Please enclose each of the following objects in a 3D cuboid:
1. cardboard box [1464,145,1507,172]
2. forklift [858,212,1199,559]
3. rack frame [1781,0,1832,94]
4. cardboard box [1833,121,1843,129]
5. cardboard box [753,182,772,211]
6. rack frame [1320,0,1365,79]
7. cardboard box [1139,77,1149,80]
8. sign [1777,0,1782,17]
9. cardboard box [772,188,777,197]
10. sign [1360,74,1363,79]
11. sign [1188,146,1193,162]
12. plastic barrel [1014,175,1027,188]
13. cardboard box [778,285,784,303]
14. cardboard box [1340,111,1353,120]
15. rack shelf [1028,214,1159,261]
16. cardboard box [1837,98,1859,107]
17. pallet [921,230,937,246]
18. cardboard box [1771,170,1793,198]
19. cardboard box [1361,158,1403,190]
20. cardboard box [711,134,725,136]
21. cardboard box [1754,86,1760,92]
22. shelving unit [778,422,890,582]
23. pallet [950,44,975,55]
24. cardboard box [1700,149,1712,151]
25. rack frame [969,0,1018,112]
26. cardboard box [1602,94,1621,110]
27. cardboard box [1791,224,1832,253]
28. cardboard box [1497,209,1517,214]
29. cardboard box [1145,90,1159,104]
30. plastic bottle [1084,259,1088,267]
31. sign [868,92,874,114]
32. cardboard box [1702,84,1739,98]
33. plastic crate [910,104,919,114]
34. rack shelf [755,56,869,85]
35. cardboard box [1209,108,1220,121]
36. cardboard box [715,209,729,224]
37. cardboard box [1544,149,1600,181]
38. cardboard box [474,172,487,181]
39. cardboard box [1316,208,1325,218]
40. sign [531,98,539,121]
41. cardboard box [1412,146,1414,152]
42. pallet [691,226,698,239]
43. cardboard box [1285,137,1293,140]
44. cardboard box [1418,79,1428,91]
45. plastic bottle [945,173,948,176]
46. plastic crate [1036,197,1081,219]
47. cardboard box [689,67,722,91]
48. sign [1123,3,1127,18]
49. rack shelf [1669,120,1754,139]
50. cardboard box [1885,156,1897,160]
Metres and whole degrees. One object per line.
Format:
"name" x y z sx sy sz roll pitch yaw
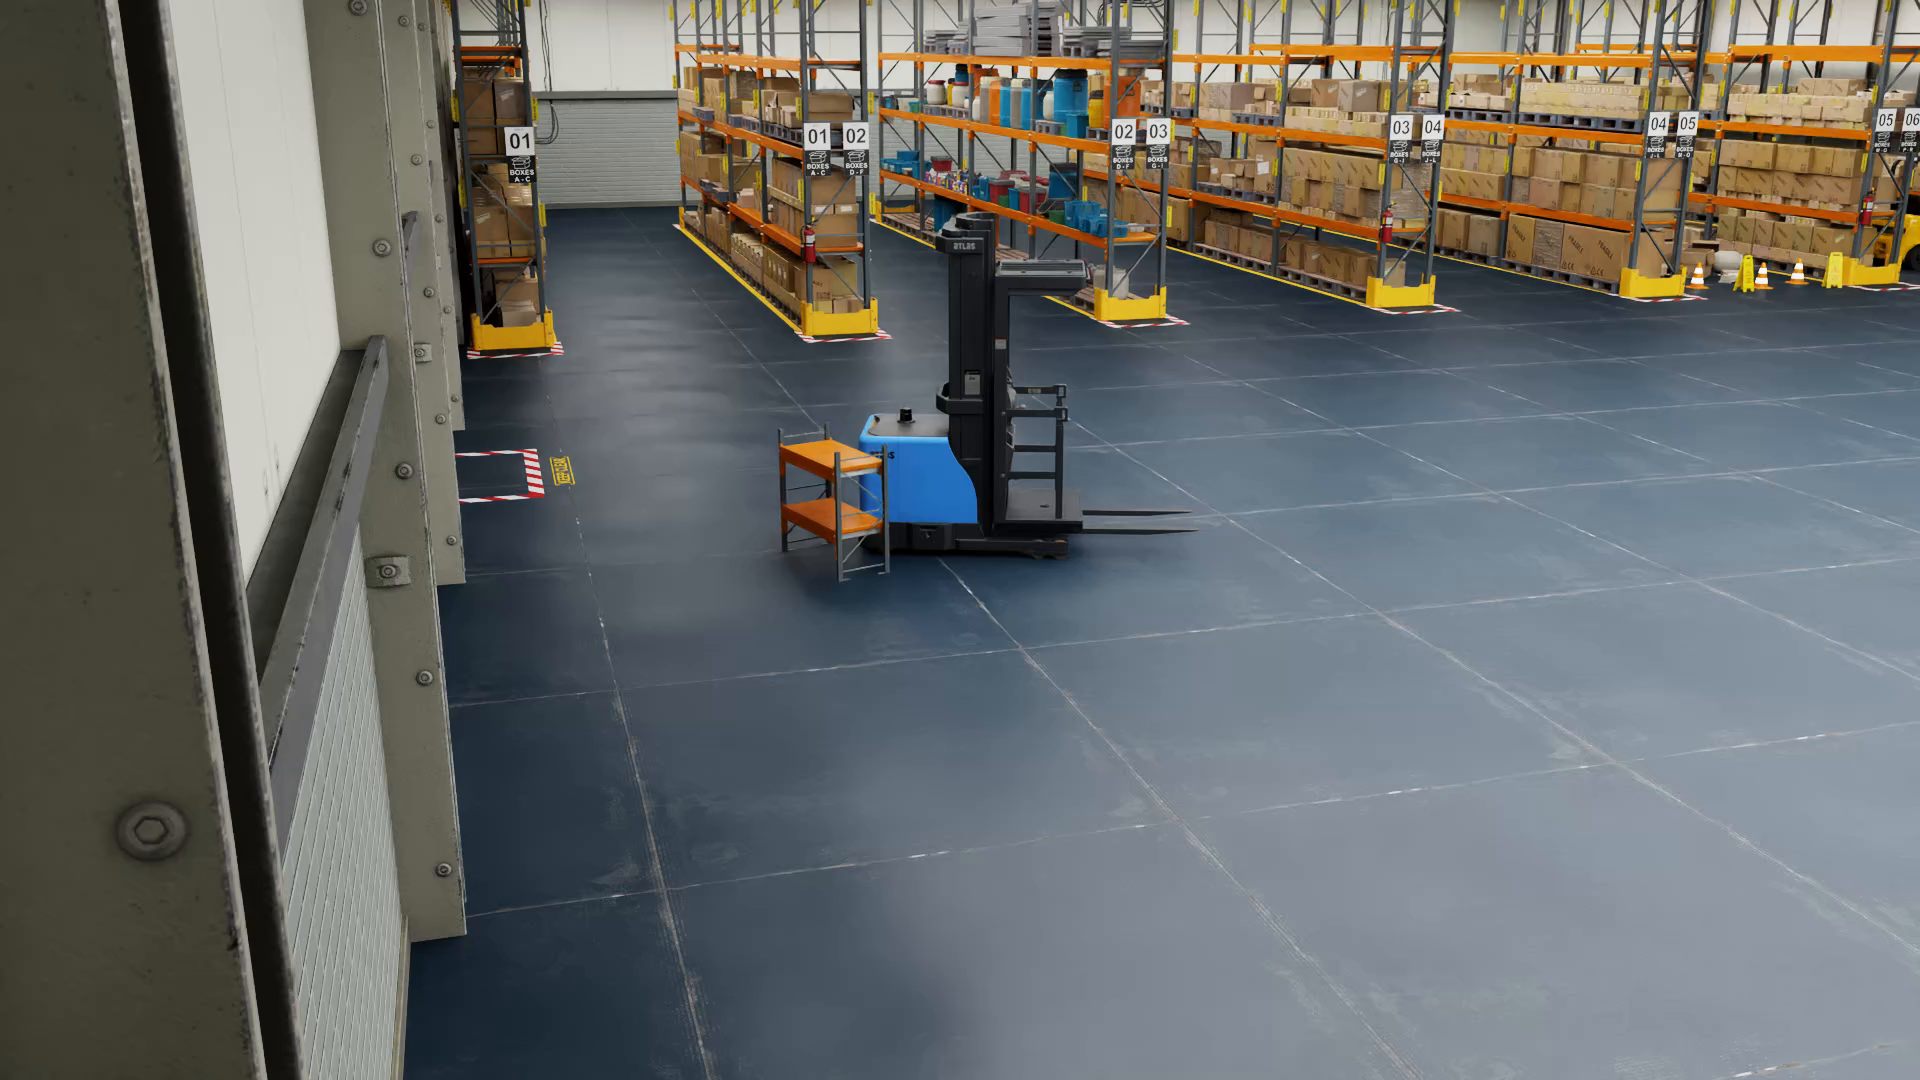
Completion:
"cardboard box" 10.906 -7.902 34.430 0.700 0.500 0.500 -5 17 -15
"forklift" 0.629 -1.395 14.799 3.031 2.935 1.130 1 17 3
"rack frame" 19.734 -11.749 38.720 1.000 3.000 0.127 -5 17 -15
"cardboard box" 16.654 -7.804 31.240 0.380 0.149 0.250 -4 17 -14
"cardboard box" -3.615 -6.501 31.505 0.500 0.500 0.500 -6 18 -18
"rack frame" 9.131 -12.042 39.697 1.000 3.000 0.127 -5 17 -15
"cardboard box" 4.062 -10.750 39.532 0.700 0.500 0.500 -6 18 -19
"sign" 16.588 -10.772 33.706 0.100 0.325 0.005 -5 17 -15
"cardboard box" -3.036 -6.009 28.740 0.380 0.149 0.250 -4 17 -14
"sign" 9.664 -11.087 40.147 0.100 0.325 0.005 -5 17 -15
"sign" 4.901 -8.208 35.349 0.100 0.325 0.005 -5 17 -15
"plastic barrel" 1.276 -6.976 33.066 0.421 0.512 0.421 0 17 0
"cardboard box" -2.749 -4.127 27.823 0.500 0.250 0.500 -5 17 -15
"cardboard box" 6.906 -7.454 29.204 0.380 0.149 0.250 -6 18 -18
"rack shelf" 2.321 -5.303 28.939 1.077 0.370 4.000 -5 17 -15
"cardboard box" 16.662 -8.181 31.107 0.380 0.149 0.250 -5 17 -16
"pallet" -0.256 -6.861 37.724 1.003 0.211 1.213 -5 17 -15
"cardboard box" 16.358 -7.007 32.672 0.500 0.500 0.500 -4 17 -15
"cardboard box" 7.244 -6.287 28.538 0.500 0.500 0.500 -5 17 -15
"cardboard box" -5.476 -9.130 38.518 0.500 0.500 0.500 -4 17 -14
"cardboard box" 19.263 -10.796 39.813 0.380 0.149 0.250 -5 18 -17
"shelving unit" -1.102 -0.349 14.457 0.538 1.125 1.048 -11 20 -31
"pallet" 0.503 -10.100 34.255 1.213 0.211 1.003 -5 17 -15
"cardboard box" 16.070 -8.058 35.440 0.500 0.500 0.500 -5 17 -15
"rack frame" 0.672 -10.180 33.498 1.000 3.000 0.127 -5 17 -15
"cardboard box" 11.889 -7.858 29.821 0.500 0.250 0.500 -5 17 -15
"cardboard box" 16.543 -5.857 32.282 0.500 0.500 0.500 -4 17 -13
"cardboard box" 14.110 -8.607 41.652 0.875 0.875 0.875 -4 17 -14
"cardboard box" 4.550 -10.089 37.835 0.500 0.311 0.500 -5 18 -17
"plastic bottle" 2.278 -4.934 30.301 0.144 0.351 0.185 -6 18 -18
"sign" -1.358 -6.639 25.266 0.100 0.325 0.005 -5 17 -15
"cardboard box" 15.780 -9.331 34.547 0.500 0.250 0.500 -4 17 -14
"plastic crate" -0.835 -9.842 37.954 0.450 0.188 0.662 -5 17 -15
"rack shelf" -2.443 -7.594 26.834 1.077 0.370 4.000 -5 17 -15
"cardboard box" 5.459 -8.771 34.282 0.500 0.250 0.500 -4 17 -14
"cardboard box" -4.879 -6.827 35.040 0.500 0.250 0.500 -5 17 -16
"cardboard box" 11.677 -7.137 31.659 0.875 0.550 0.550 -5 17 -15
"cardboard box" -8.715 -6.653 31.246 0.700 0.500 0.500 -7 18 -22
"cardboard box" 6.728 -5.975 30.362 0.380 0.149 0.250 -5 17 -15
"sign" -6.134 -6.209 23.972 0.100 0.325 0.005 -5 17 -15
"cardboard box" 12.620 -10.587 45.108 0.500 0.500 0.500 -5 17 -16
"pallet" -5.718 -7.215 38.903 1.003 0.211 1.213 -5 17 -15
"cardboard box" 8.468 -10.232 41.671 0.500 0.500 0.500 -4 17 -14
"cardboard box" 10.243 -10.190 37.241 0.396 0.266 0.258 -5 17 -15
"plastic bottle" -0.266 -7.952 36.723 0.152 0.276 0.135 -5 17 -15
"plastic crate" 1.793 -6.016 30.171 0.767 0.338 0.504 -5 17 -15
"cardboard box" -5.790 -10.531 37.969 0.700 0.500 0.500 -5 17 -15
"sign" 3.794 -12.164 38.204 0.100 0.325 0.005 -5 17 -15
"rack shelf" 15.512 -9.021 36.103 1.077 0.370 4.000 -5 17 -15
"cardboard box" 20.421 -8.346 36.520 0.380 0.149 0.250 -5 17 -15
